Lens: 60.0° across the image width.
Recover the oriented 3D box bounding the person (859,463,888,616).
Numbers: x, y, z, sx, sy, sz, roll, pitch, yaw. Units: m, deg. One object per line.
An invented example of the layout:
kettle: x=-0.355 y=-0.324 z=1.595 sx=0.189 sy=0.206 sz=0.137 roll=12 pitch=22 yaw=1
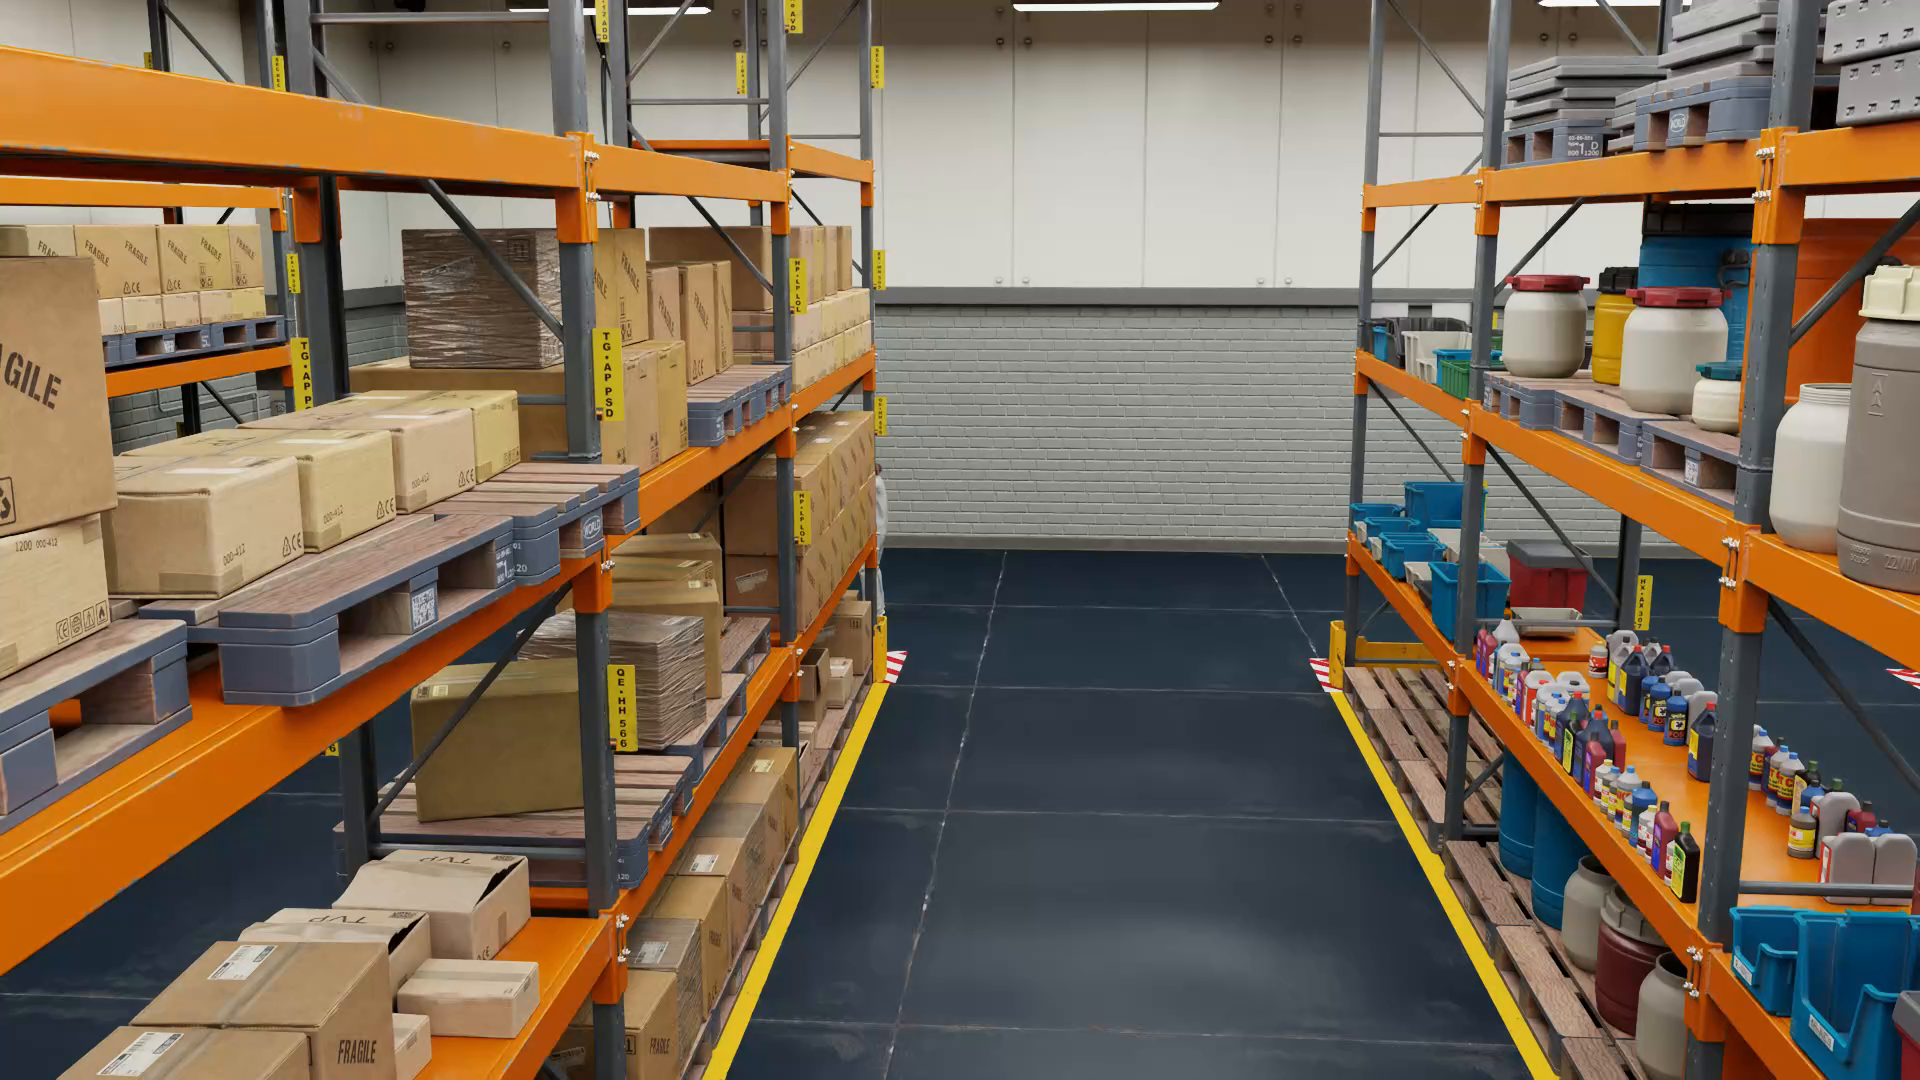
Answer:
person: x=-0.880 y=-0.048 z=16.237 sx=0.358 sy=1.652 sz=0.486 roll=1 pitch=11 yaw=4
